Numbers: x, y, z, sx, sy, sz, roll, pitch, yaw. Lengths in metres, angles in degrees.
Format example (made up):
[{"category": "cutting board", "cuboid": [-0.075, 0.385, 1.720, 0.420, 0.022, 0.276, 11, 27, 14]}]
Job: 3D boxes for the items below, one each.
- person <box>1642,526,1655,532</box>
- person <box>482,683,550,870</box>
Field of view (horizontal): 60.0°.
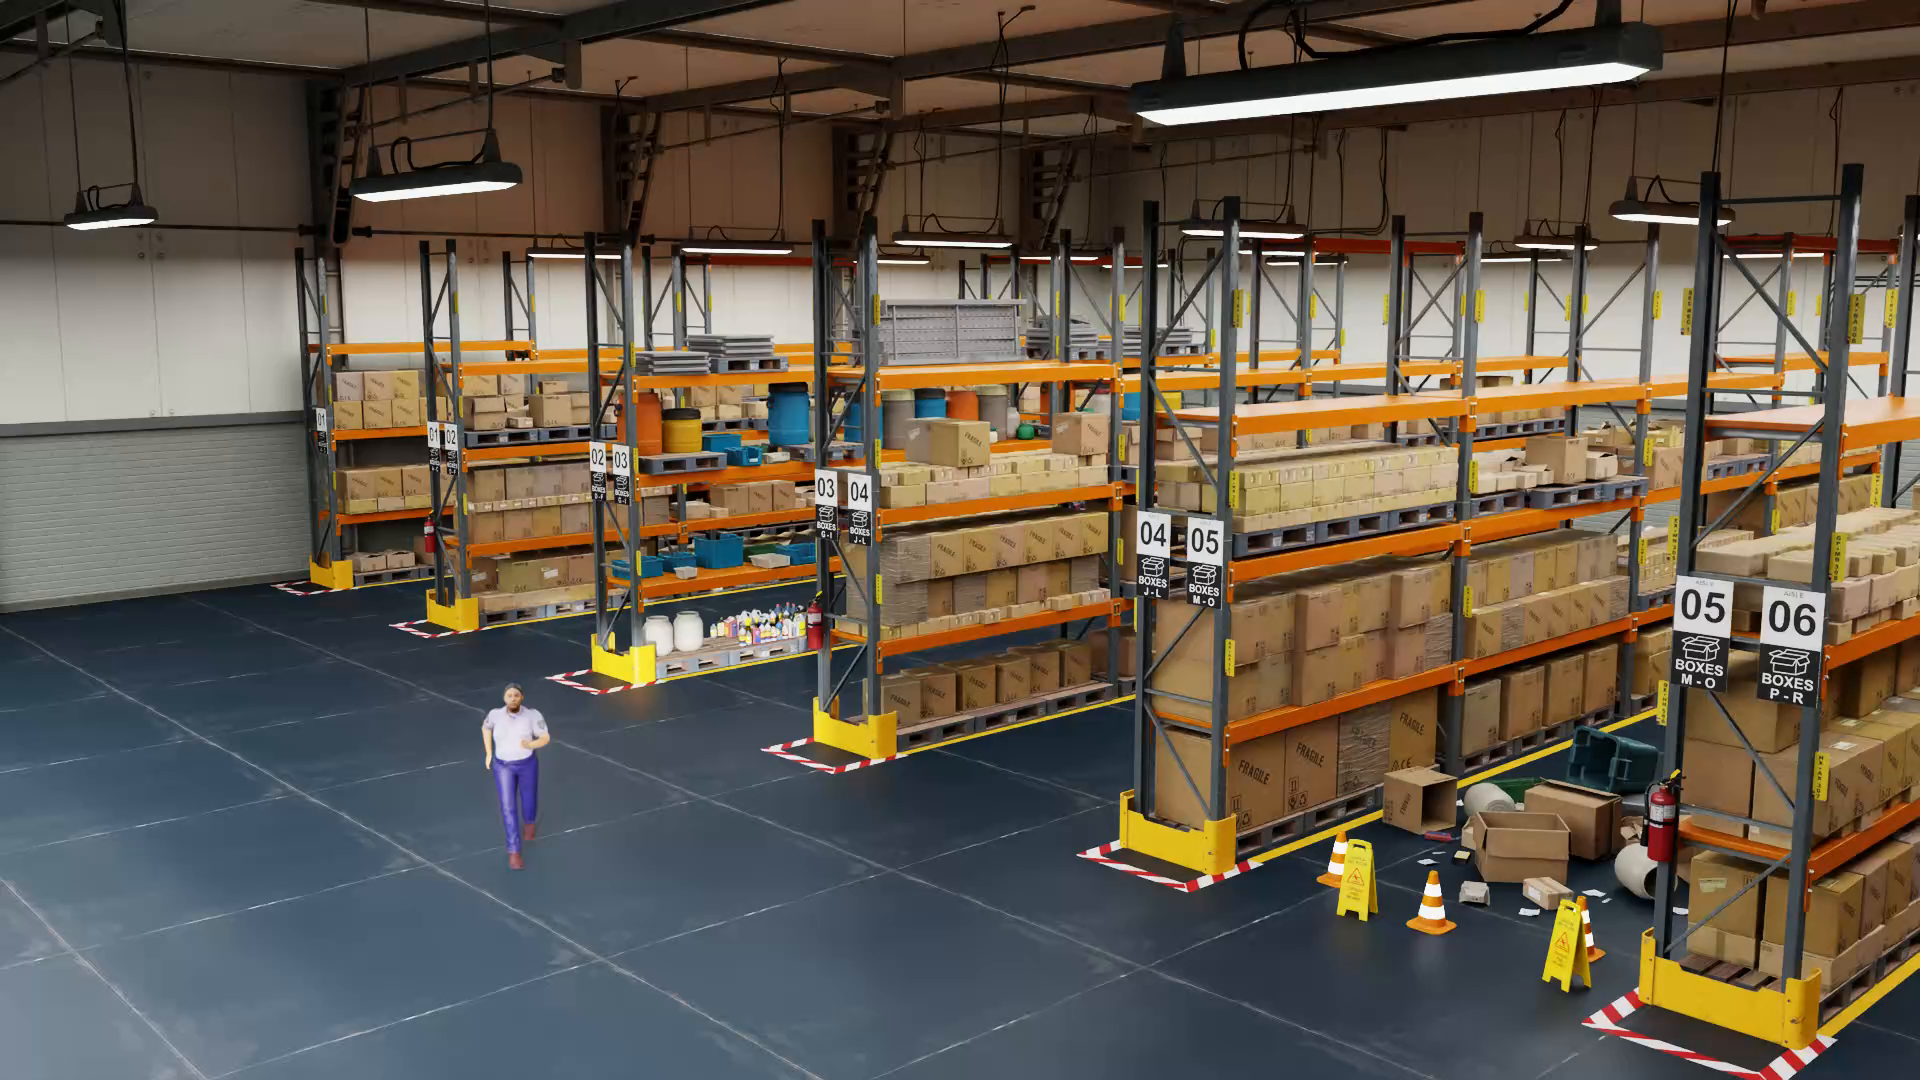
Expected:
[{"category": "person", "cuboid": [10.657, 0.602, 25.592, 0.697, 1.696, 0.863, 6, 11, 37]}, {"category": "person", "cuboid": [-4.071, 2.108, 15.289, 0.605, 1.631, 0.896, -2, 9, -14]}]
